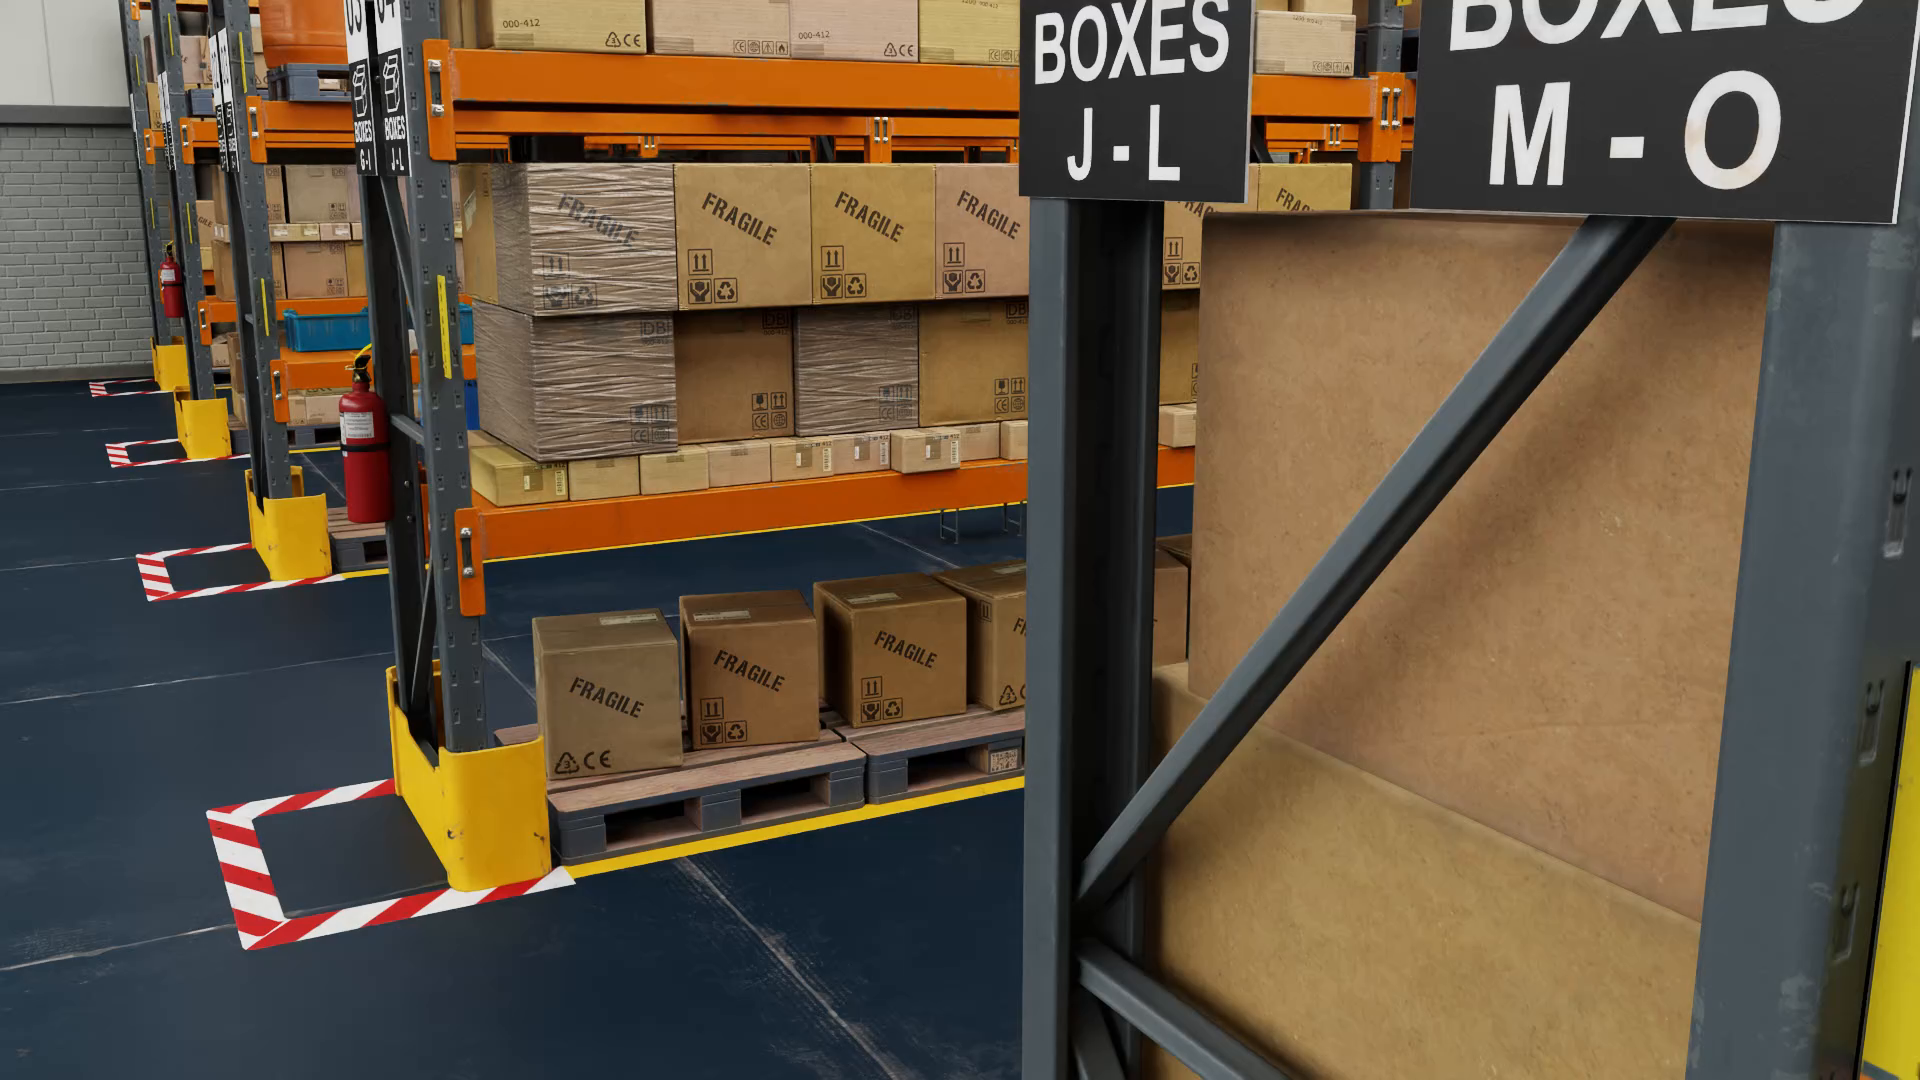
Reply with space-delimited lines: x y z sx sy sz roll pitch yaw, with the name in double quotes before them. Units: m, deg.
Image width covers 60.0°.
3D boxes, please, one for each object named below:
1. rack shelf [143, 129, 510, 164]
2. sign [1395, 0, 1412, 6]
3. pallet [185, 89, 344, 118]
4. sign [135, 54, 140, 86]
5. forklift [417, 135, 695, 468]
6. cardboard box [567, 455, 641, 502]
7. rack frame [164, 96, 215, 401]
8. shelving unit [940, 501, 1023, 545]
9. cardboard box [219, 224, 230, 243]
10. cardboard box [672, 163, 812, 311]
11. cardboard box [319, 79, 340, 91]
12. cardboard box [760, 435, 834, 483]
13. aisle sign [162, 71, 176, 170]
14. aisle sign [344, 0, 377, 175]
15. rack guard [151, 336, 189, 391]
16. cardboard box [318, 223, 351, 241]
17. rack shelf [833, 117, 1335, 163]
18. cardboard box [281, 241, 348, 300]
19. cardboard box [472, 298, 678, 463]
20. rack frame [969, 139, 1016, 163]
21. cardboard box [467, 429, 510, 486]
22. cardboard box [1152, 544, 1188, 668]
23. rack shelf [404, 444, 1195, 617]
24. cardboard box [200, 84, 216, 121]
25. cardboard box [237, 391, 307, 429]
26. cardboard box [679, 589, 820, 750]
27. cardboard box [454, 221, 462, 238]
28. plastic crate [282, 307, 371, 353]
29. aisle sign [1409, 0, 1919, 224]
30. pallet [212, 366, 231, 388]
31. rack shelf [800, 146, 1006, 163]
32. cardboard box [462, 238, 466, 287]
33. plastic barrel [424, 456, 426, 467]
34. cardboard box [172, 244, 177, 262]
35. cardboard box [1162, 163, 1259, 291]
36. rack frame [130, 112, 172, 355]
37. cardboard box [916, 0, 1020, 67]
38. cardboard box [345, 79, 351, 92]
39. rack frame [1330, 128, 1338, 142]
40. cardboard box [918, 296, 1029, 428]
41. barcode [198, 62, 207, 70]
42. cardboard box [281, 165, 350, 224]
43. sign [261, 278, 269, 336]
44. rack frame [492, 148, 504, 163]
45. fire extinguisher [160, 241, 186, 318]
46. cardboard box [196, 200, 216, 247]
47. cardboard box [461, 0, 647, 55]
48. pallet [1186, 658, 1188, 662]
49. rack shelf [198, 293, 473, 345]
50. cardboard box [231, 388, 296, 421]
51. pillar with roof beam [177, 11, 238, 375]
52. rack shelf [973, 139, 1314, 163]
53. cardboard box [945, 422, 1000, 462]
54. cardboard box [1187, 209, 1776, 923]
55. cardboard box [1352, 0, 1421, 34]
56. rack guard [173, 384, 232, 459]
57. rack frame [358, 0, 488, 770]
"rack shelf" -7.287 -4.555 19.326 4.000 0.370 1.077 -7 14 -28
"sign" 1.856 -2.402 6.939 0.005 0.325 0.100 -7 14 -28
"pallet" -6.032 -3.768 14.390 1.213 0.211 1.003 -7 14 -28
"sign" -8.782 -5.018 17.751 0.005 0.325 0.100 -7 14 -28
"forklift" -2.622 -1.900 12.875 3.031 2.935 1.130 -6 14 -26
"cardboard box" -1.329 -0.253 5.974 0.250 0.149 0.380 -7 14 -28
"rack frame" -6.665 -2.278 14.401 0.127 3.000 1.000 -7 14 -28
"shelving unit" 0.145 -0.603 11.055 0.503 1.200 0.258 -7 14 -28
"cardboard box" -6.218 -2.643 14.318 0.250 0.149 0.380 -7 14 -28
"cardboard box" -0.866 -1.107 6.014 0.500 0.500 0.500 -7 14 -28
"cardboard box" -5.548 -3.982 14.437 0.250 0.149 0.380 -7 14 -28
"cardboard box" -0.670 -0.332 6.323 0.250 0.149 0.380 -7 14 -28
"aisle sign" -6.576 -3.481 13.823 0.004 0.787 0.394 -7 14 -28
"aisle sign" -2.120 -1.688 5.859 0.004 0.787 0.394 -7 14 -28
"rack guard" -8.975 -2.021 18.951 0.348 0.500 1.175 -7 14 -28
"cardboard box" -5.545 -2.724 14.675 0.250 0.149 0.380 -7 14 -29
"rack shelf" 0.971 -3.067 12.712 4.000 0.370 1.077 -7 14 -28
"cardboard box" -5.791 -2.430 14.847 0.500 0.500 0.700 -6 14 -26
"cardboard box" -1.426 -0.615 6.106 0.500 0.500 0.875 -7 14 -28
"rack frame" 0.357 -3.120 18.141 0.127 3.000 1.000 -7 14 -28
"cardboard box" -1.771 -0.316 6.254 0.250 0.149 0.380 -7 14 -28
"cardboard box" 0.720 0.321 7.588 0.500 0.500 0.500 -2 13 -10
"rack shelf" -0.167 -0.228 6.930 4.000 0.370 1.077 -7 14 -28
"cardboard box" -8.140 -4.791 18.462 0.500 0.500 0.500 -6 14 -24
"cardboard box" -6.088 -1.155 14.717 0.500 0.250 0.500 -7 14 -28
"cardboard box" -0.858 0.514 6.731 0.500 0.500 0.500 -3 13 -13
"cardboard box" -4.637 -2.833 15.159 0.250 0.149 0.380 -6 14 -26
"plastic crate" -3.999 -1.361 10.664 0.616 0.251 0.499 -7 14 -28
"aisle sign" 0.447 -0.605 1.046 0.004 0.787 0.394 -7 14 -28
"pallet" -8.245 -1.959 19.332 1.213 0.211 1.003 -7 14 -28
"rack shelf" -0.265 -5.397 23.066 4.000 0.370 1.077 -7 14 -28
"cardboard box" -4.443 -2.591 15.564 0.500 0.500 0.700 -7 14 -27
"plastic barrel" -3.314 -0.451 10.992 0.421 0.512 0.421 0 13 0
"cardboard box" -8.725 -3.256 19.040 0.500 0.250 0.500 -7 14 -27
"cardboard box" 0.888 -1.318 6.952 0.500 0.500 0.500 -7 14 -28
"rack frame" -9.042 -3.233 18.641 0.127 3.000 1.000 -7 14 -28
"cardboard box" -0.034 -1.923 6.330 0.500 0.250 0.500 -6 14 -26
"cardboard box" -5.293 -4.202 15.044 0.500 0.311 0.500 -5 14 -21
"rack frame" 2.727 -2.165 13.897 0.127 3.000 1.000 -7 14 -28
"cardboard box" -0.141 -0.786 6.863 0.500 0.500 0.875 -7 14 -28
"barcode" -6.632 -4.150 14.562 0.075 0.075 0.001 -7 14 -28
"cardboard box" -5.744 -3.069 14.730 0.500 0.500 0.700 -7 15 -29
"sign" -4.035 -1.352 9.654 0.005 0.325 0.100 -7 14 -28
"rack frame" -5.531 -3.653 20.511 0.127 3.000 1.000 -7 14 -28
"fire extinguisher" -6.992 -2.318 14.752 0.183 0.674 0.296 -7 14 -28
"cardboard box" -8.479 -3.527 18.539 0.500 0.500 0.500 -7 14 -28
"cardboard box" -1.375 -1.760 5.607 0.500 0.250 0.500 -6 14 -26
"pallet" 1.016 0.648 7.748 1.213 0.211 1.003 -7 14 -28
"rack shelf" -4.910 -2.138 15.415 4.000 0.370 1.077 -7 14 -28
"cardboard box" -6.336 -1.255 15.161 0.500 0.250 0.500 -7 14 -28
"pillar with roof beam" -6.779 -5.570 15.364 0.400 9.000 9.100 -7 14 -28
"rack shelf" 2.112 -4.443 18.825 4.000 0.370 1.077 -7 14 -28
"cardboard box" -0.039 -0.421 6.722 0.250 0.149 0.380 -7 14 -28
"cardboard box" 0.710 -0.034 1.627 0.550 0.550 0.875 -7 14 -28
"cardboard box" 2.049 -2.539 7.534 0.637 0.503 0.797 -8 15 -31
"rack guard" -6.686 -1.056 14.664 0.348 0.500 1.175 -7 14 -28
"rack frame" -1.922 -0.369 5.916 0.127 3.000 1.000 -7 14 -28
